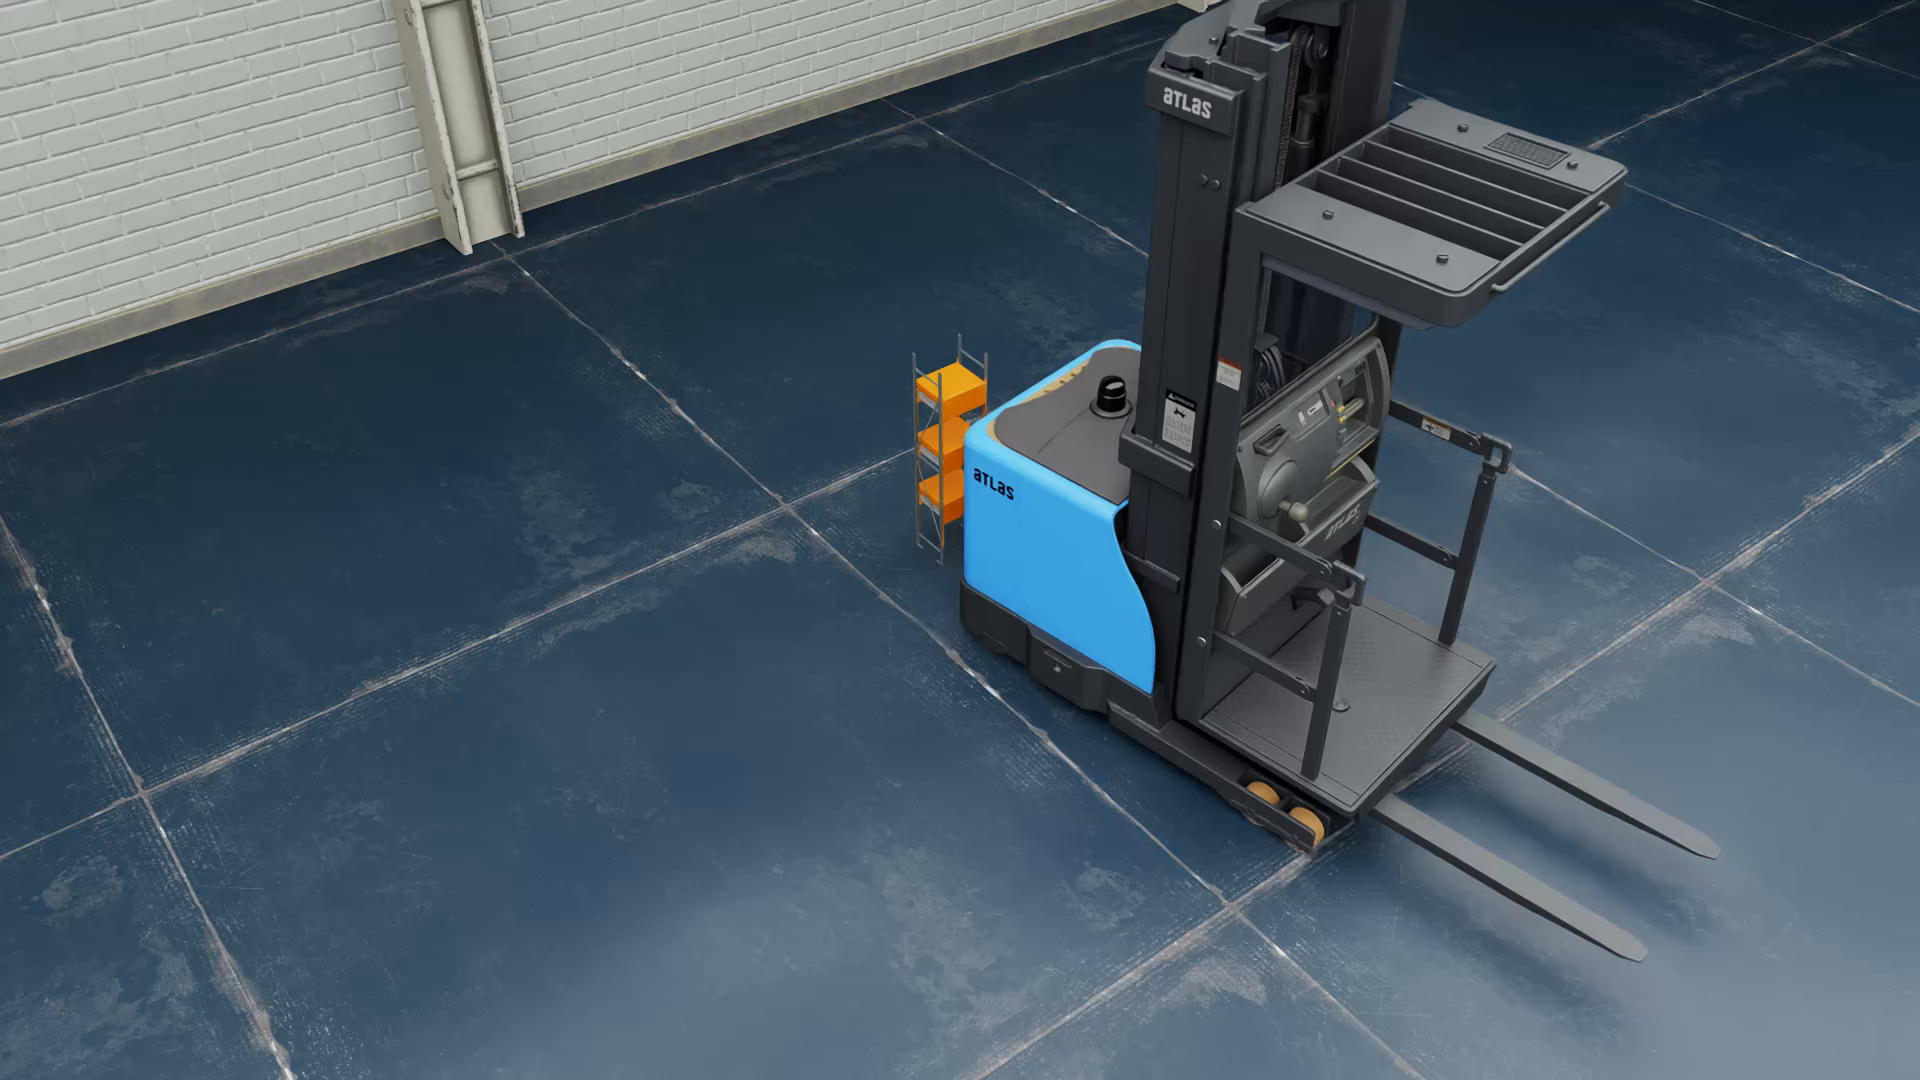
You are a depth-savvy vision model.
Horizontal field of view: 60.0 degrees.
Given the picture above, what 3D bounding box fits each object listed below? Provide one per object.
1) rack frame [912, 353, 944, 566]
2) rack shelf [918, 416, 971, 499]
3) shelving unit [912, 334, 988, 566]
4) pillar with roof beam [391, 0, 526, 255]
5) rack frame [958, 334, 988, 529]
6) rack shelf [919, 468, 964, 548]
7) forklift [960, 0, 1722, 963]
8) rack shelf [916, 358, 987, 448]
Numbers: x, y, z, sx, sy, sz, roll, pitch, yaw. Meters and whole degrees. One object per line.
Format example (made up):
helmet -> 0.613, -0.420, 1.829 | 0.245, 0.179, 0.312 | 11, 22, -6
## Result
rack frame -> -0.139, -0.338, 7.334 | 0.008, 1.050, 0.200 | -26, 46, -28
rack shelf -> -0.042, -0.377, 7.399 | 0.240, 0.259, 0.215 | -26, 46, -28
shelving unit -> -0.042, -0.385, 7.392 | 0.252, 1.050, 0.215 | -26, 46, -28
pillar with roof beam -> -0.232, -3.144, 4.487 | 0.400, 9.000, 9.100 | -26, 46, -28
rack frame -> 0.054, -0.432, 7.449 | 0.008, 1.050, 0.200 | -26, 46, -28
rack shelf -> -0.042, -0.162, 7.575 | 0.240, 0.259, 0.215 | -26, 46, -28
forklift -> 1.425, -0.331, 5.843 | 3.031, 2.935, 1.130 | 30, 48, 32
rack shelf -> -0.042, -0.596, 7.219 | 0.240, 0.259, 0.215 | -26, 46, -28
